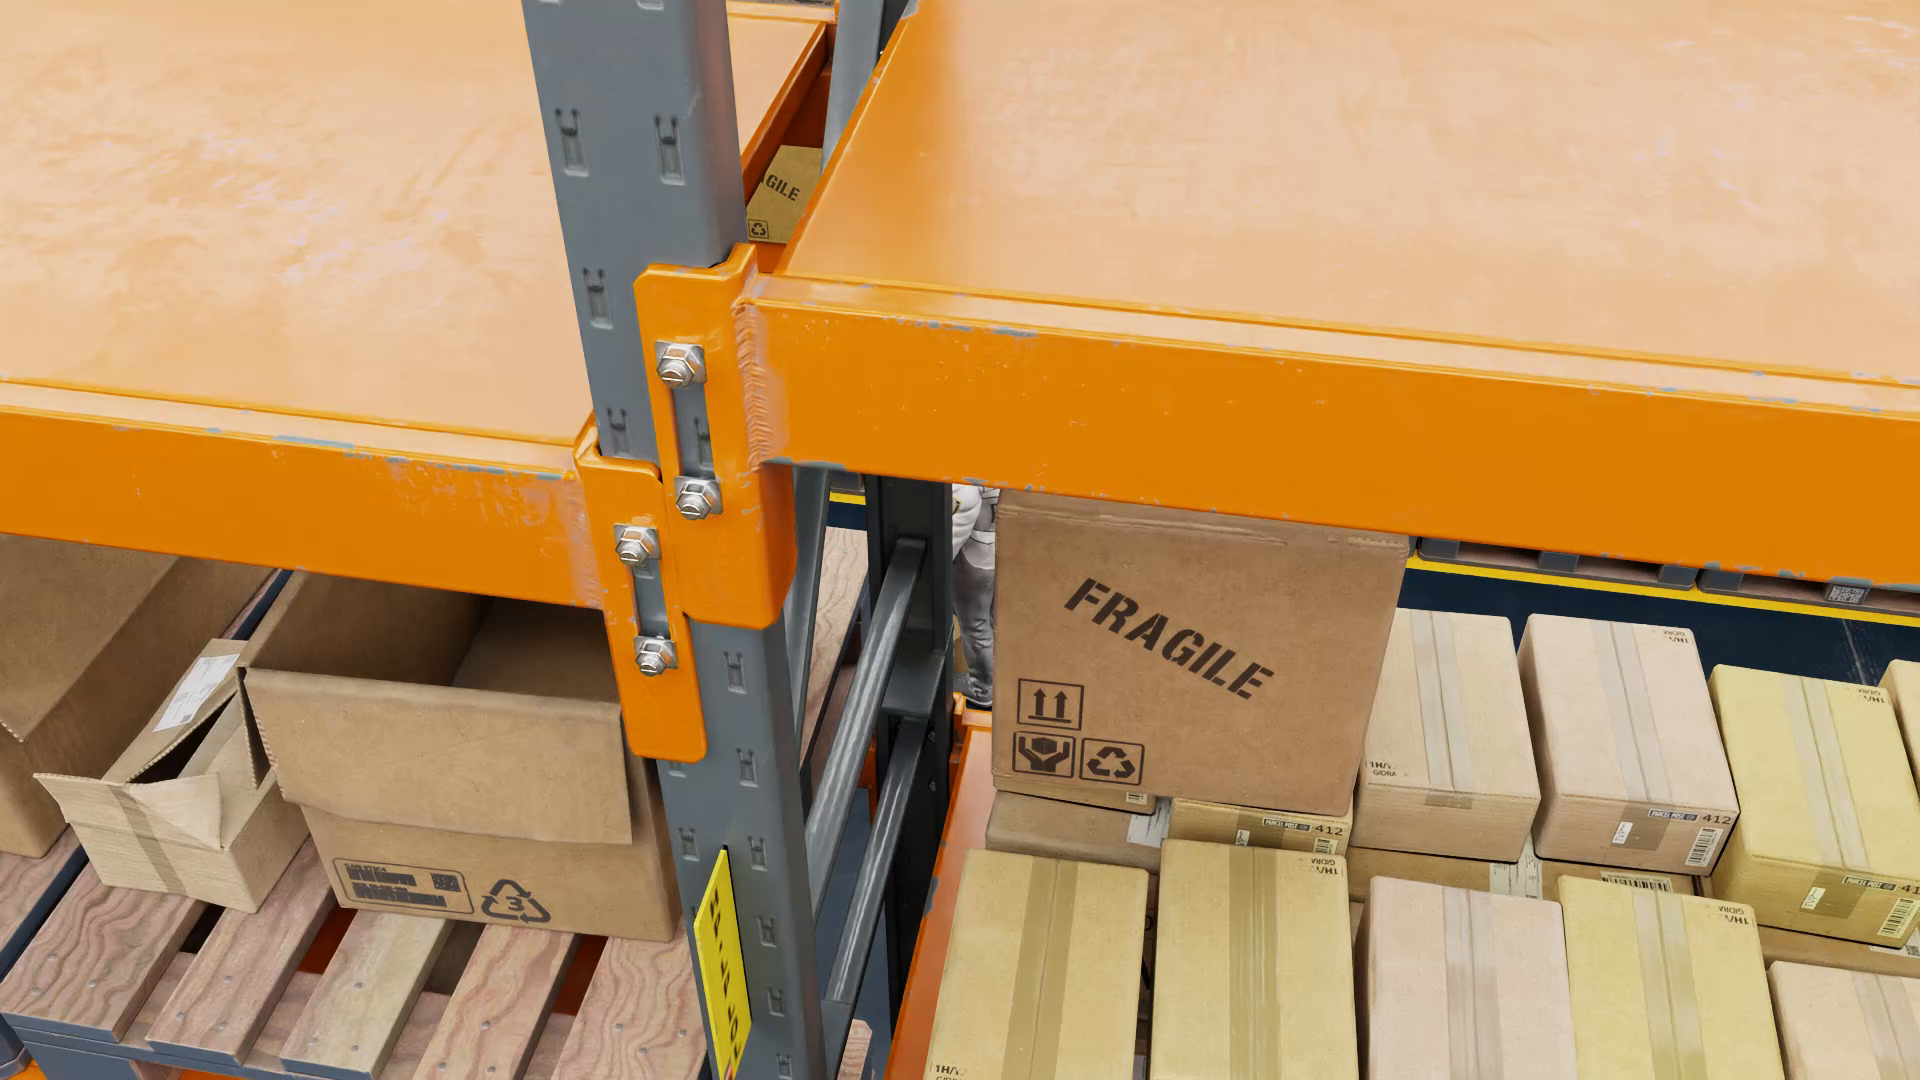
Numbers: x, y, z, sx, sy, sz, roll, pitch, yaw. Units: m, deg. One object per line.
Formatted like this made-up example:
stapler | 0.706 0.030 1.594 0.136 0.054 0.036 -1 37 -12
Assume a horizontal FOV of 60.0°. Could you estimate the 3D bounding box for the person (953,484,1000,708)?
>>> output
person | 0.050 -0.017 6.367 0.532 1.696 0.588 31 50 31
